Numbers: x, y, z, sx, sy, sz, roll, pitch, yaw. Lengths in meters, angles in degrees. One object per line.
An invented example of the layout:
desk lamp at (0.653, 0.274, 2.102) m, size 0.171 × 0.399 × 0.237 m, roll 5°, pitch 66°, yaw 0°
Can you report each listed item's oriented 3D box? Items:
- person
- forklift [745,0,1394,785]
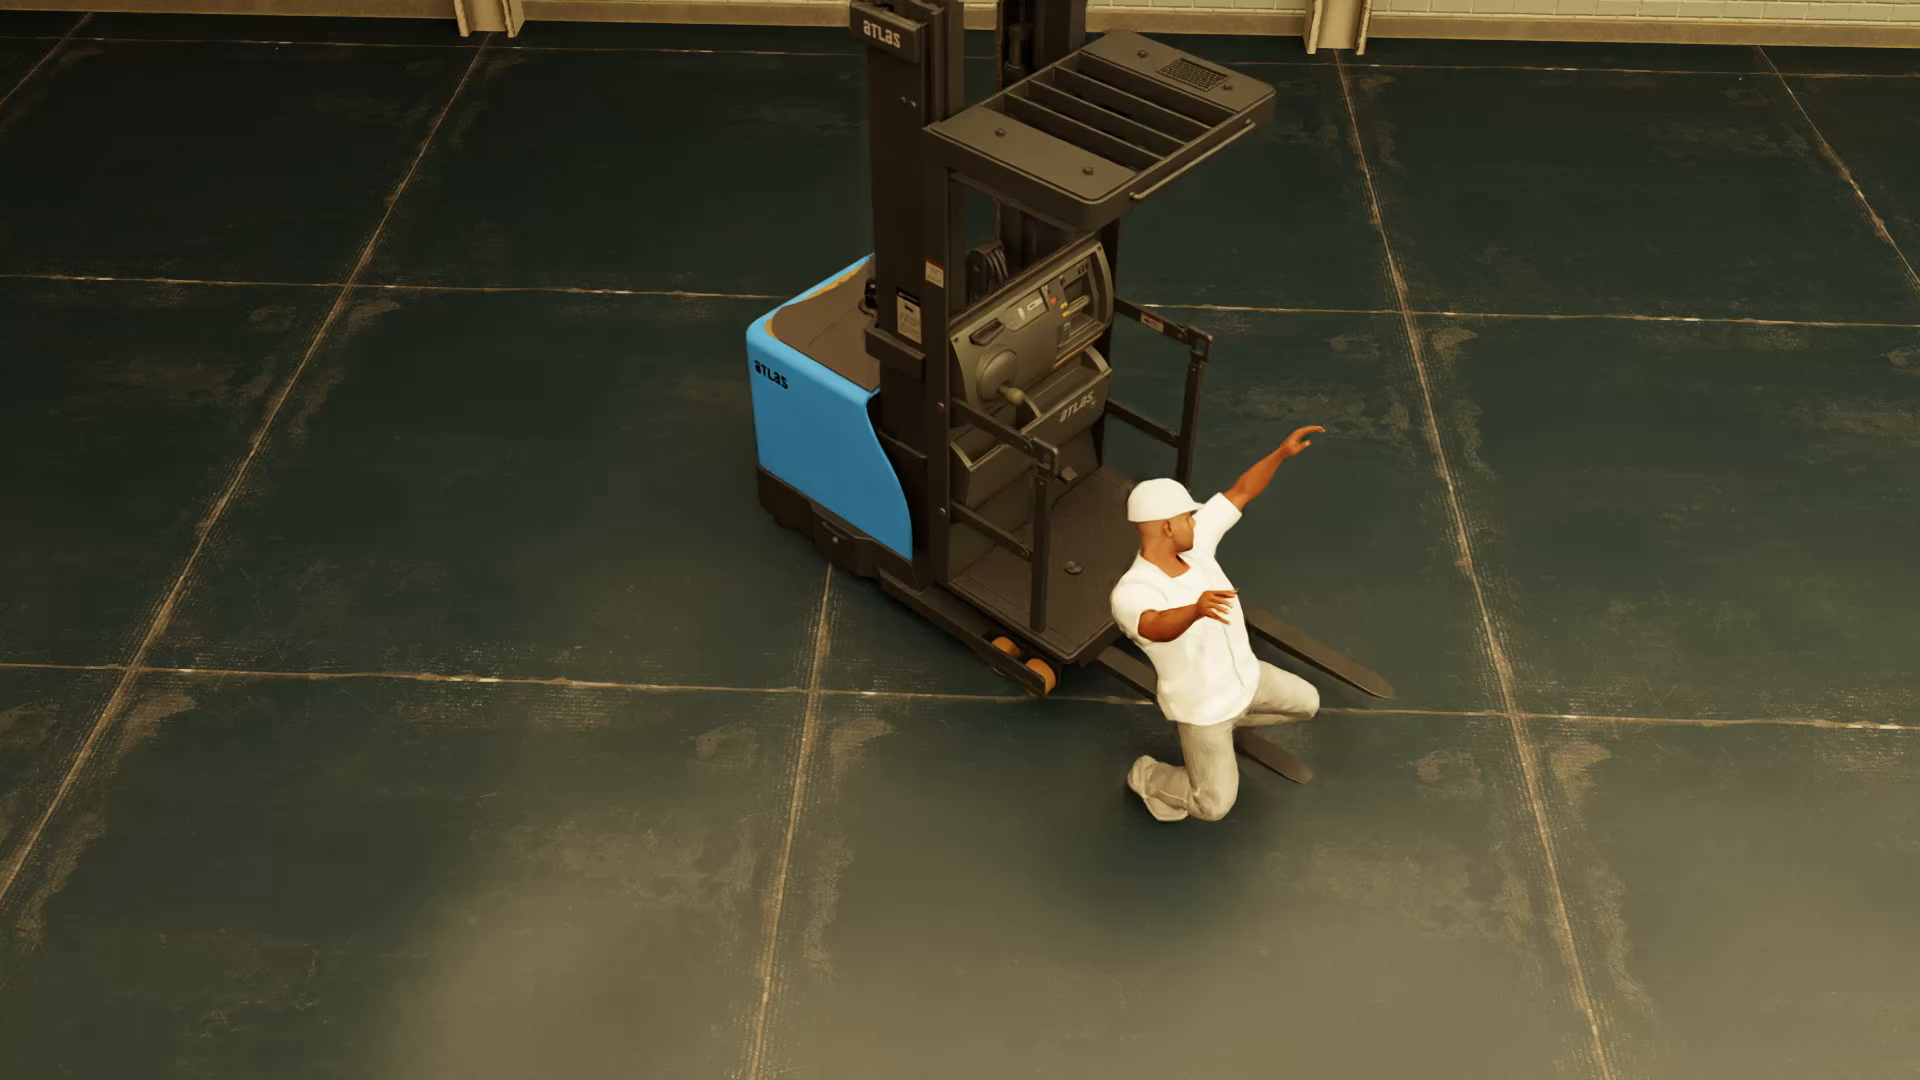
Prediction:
person at (0.935, 0.390, 6.242) m, size 0.770 × 1.591 × 1.020 m, roll 27°, pitch 49°, yaw 26°
forklift at (0.459, -0.809, 6.629) m, size 3.031 × 2.935 × 1.130 m, roll 31°, pitch 51°, yaw 30°
